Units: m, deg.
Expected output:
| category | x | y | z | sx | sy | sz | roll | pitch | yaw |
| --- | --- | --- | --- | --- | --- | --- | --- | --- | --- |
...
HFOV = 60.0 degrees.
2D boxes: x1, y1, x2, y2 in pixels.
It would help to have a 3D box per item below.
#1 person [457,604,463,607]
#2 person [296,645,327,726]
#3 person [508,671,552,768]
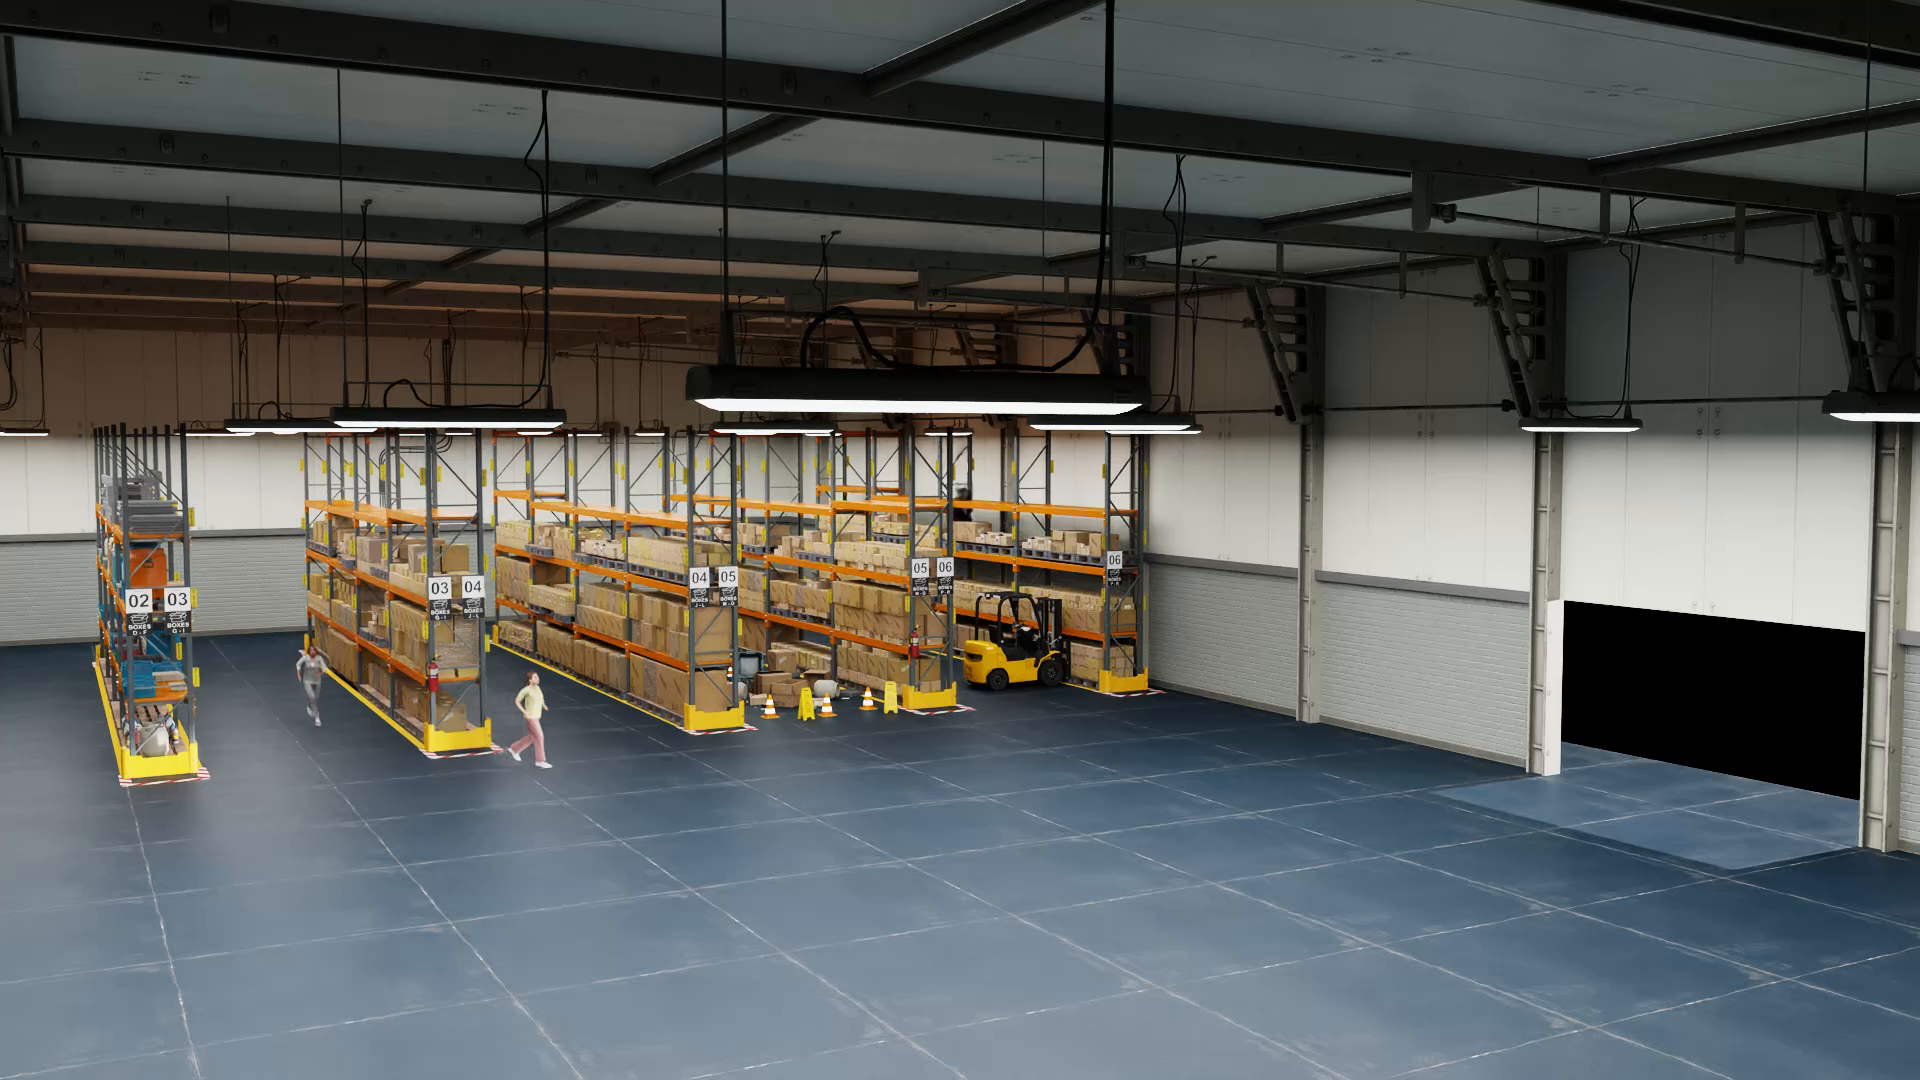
| category | x | y | z | sx | sy | sz | roll | pitch | yaw |
| --- | --- | --- | --- | --- | --- | --- | --- | --- | --- |
| person | -13.939 | 2.103 | 46.472 | 0.650 | 1.614 | 0.550 | 0 | 3 | 0 |
| person | -13.074 | 2.908 | 33.553 | 0.551 | 1.571 | 0.929 | -2 | 4 | -31 |
| person | -7.503 | 3.114 | 29.023 | 0.874 | 1.679 | 0.580 | 1 | 4 | 16 |
